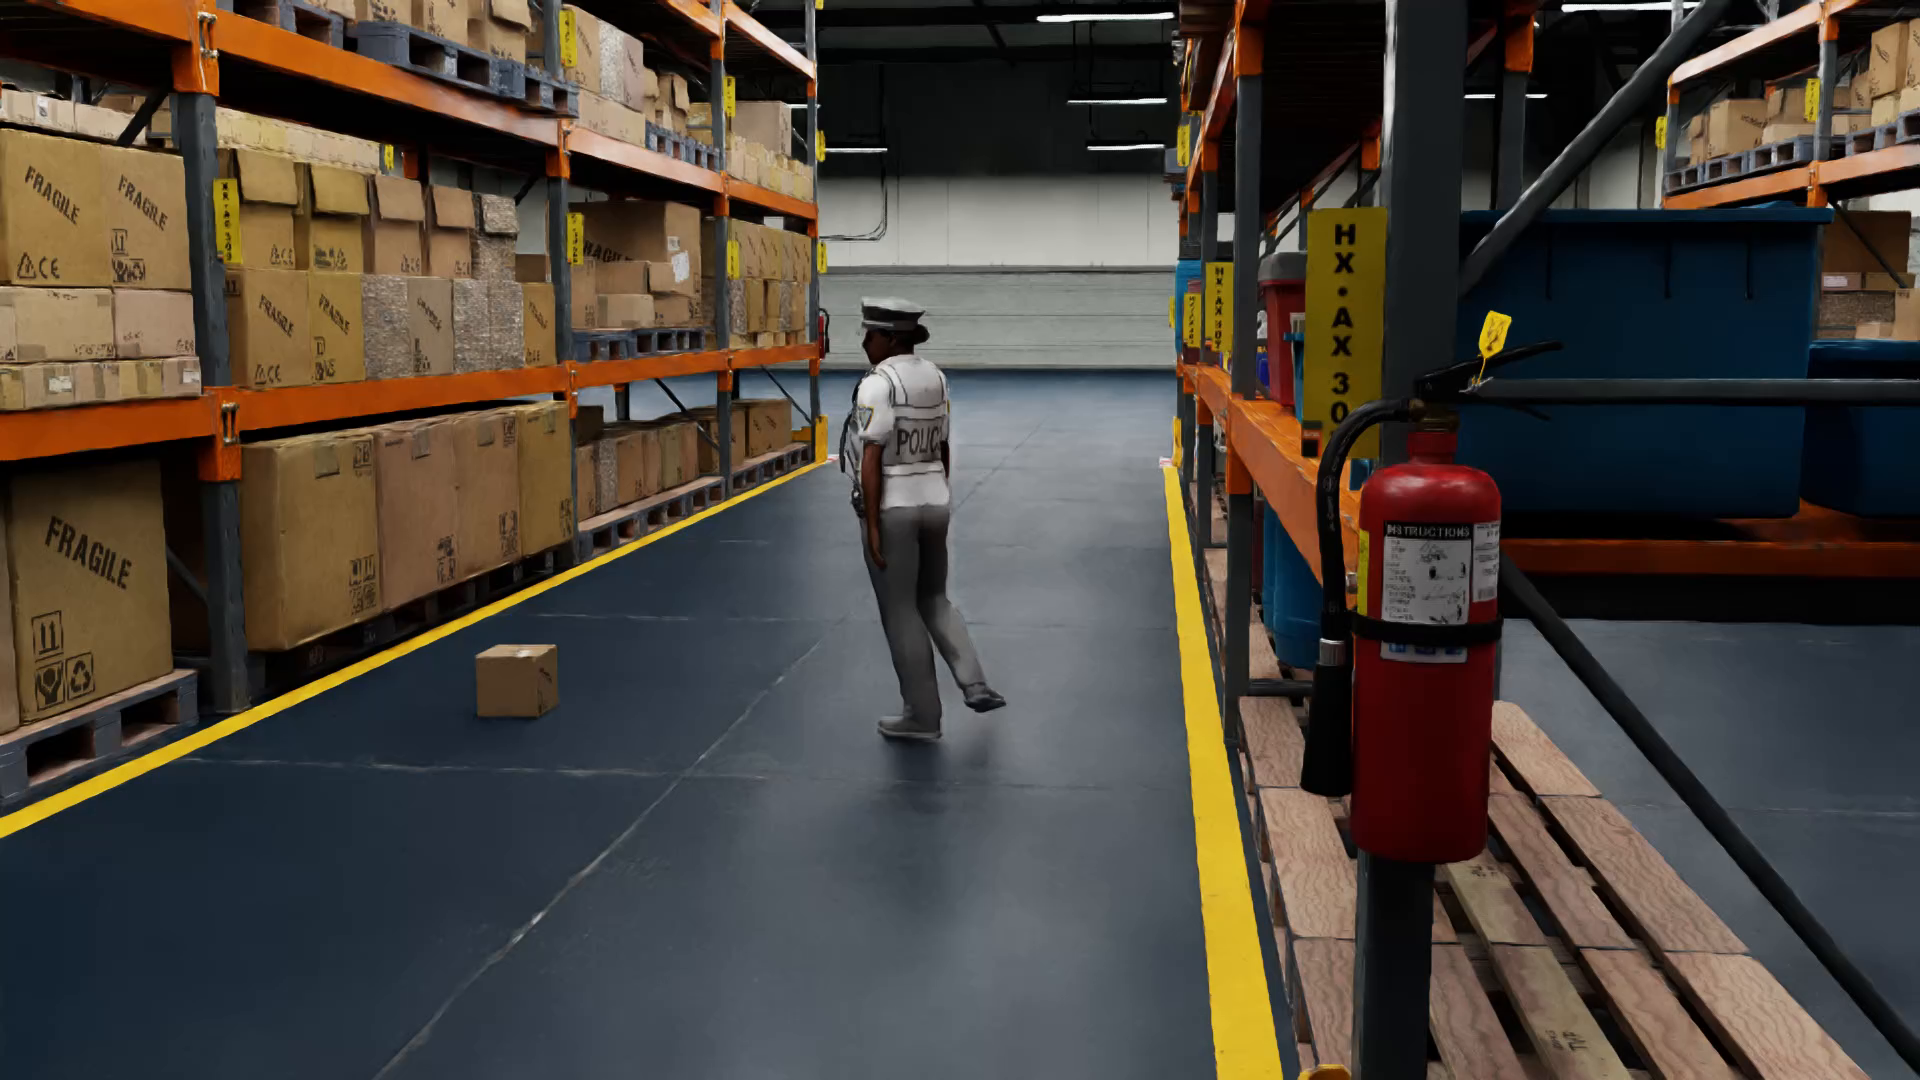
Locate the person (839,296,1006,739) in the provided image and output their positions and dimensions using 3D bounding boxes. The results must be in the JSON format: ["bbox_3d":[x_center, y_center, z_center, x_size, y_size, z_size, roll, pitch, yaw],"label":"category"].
[{"bbox_3d":[-0.133,-0.082,6.283,0.450,1.656,0.637,7,10,42],"label":"person"}]
